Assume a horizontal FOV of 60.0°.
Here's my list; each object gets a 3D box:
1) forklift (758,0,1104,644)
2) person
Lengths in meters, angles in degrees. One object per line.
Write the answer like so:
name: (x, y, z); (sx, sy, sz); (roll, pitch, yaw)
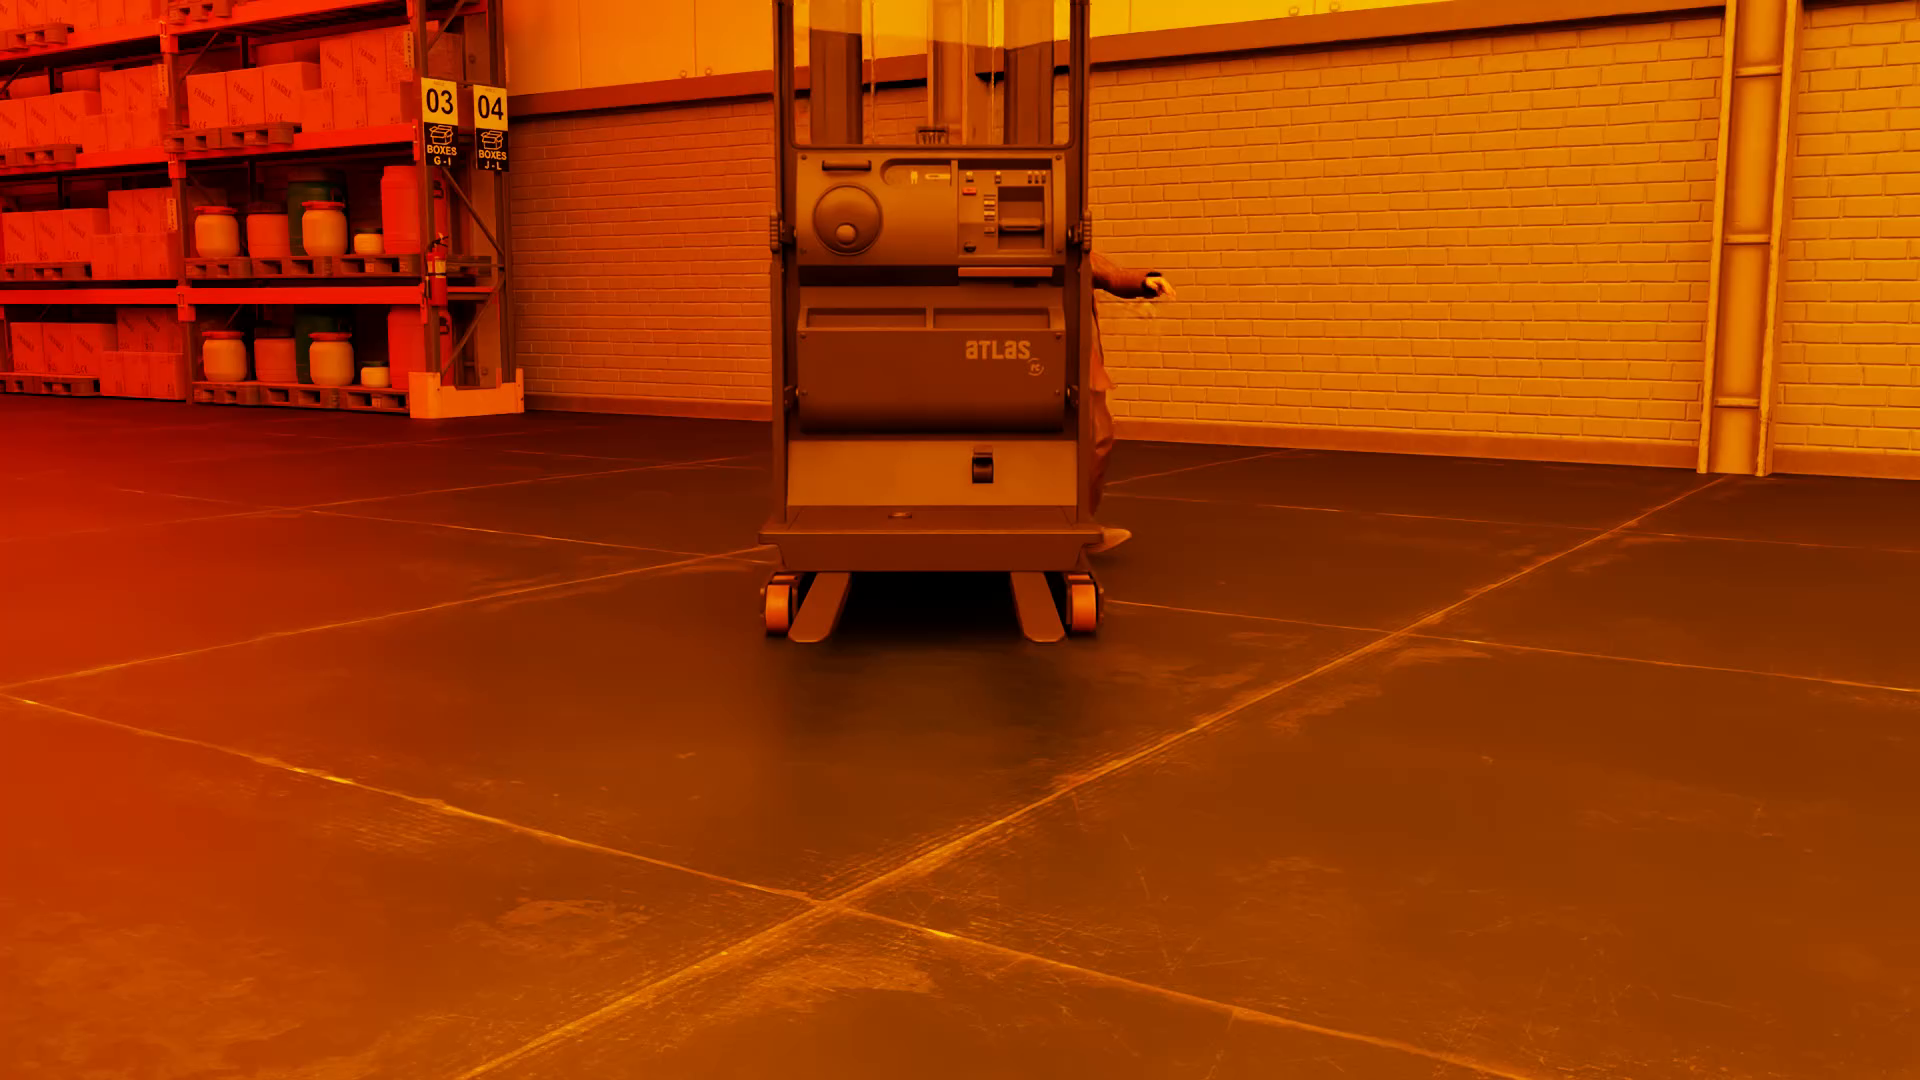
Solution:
forklift: (-0.096, -1.187, 5.540); (1.130, 2.935, 3.031); (0, 8, 0)
person: (0.444, -0.749, 7.070); (0.936, 1.658, 0.814); (2, 8, 16)
